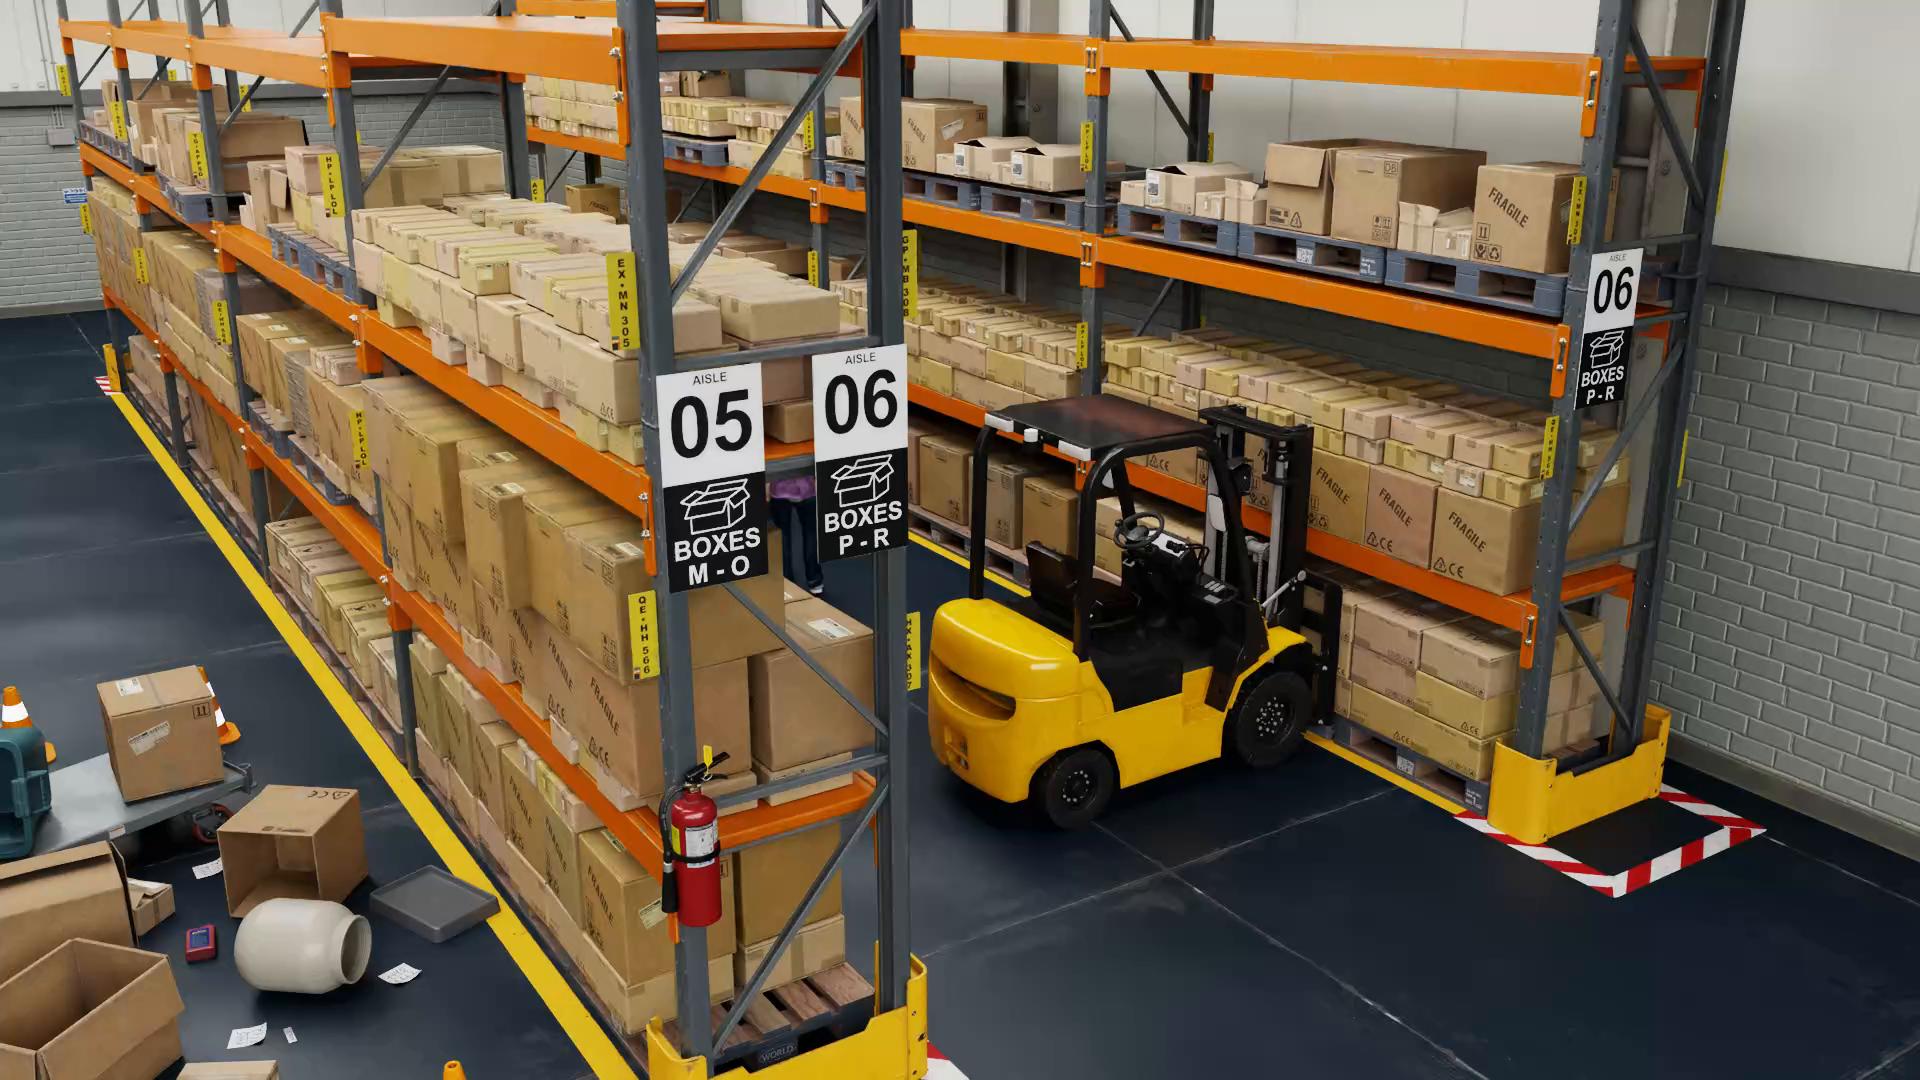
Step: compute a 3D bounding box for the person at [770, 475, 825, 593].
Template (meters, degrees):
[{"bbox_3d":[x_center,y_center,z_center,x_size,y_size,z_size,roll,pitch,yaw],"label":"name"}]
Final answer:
[{"bbox_3d":[-1.263,-0.346,12.591,0.434,1.589,0.440,2,18,7],"label":"person"}]
